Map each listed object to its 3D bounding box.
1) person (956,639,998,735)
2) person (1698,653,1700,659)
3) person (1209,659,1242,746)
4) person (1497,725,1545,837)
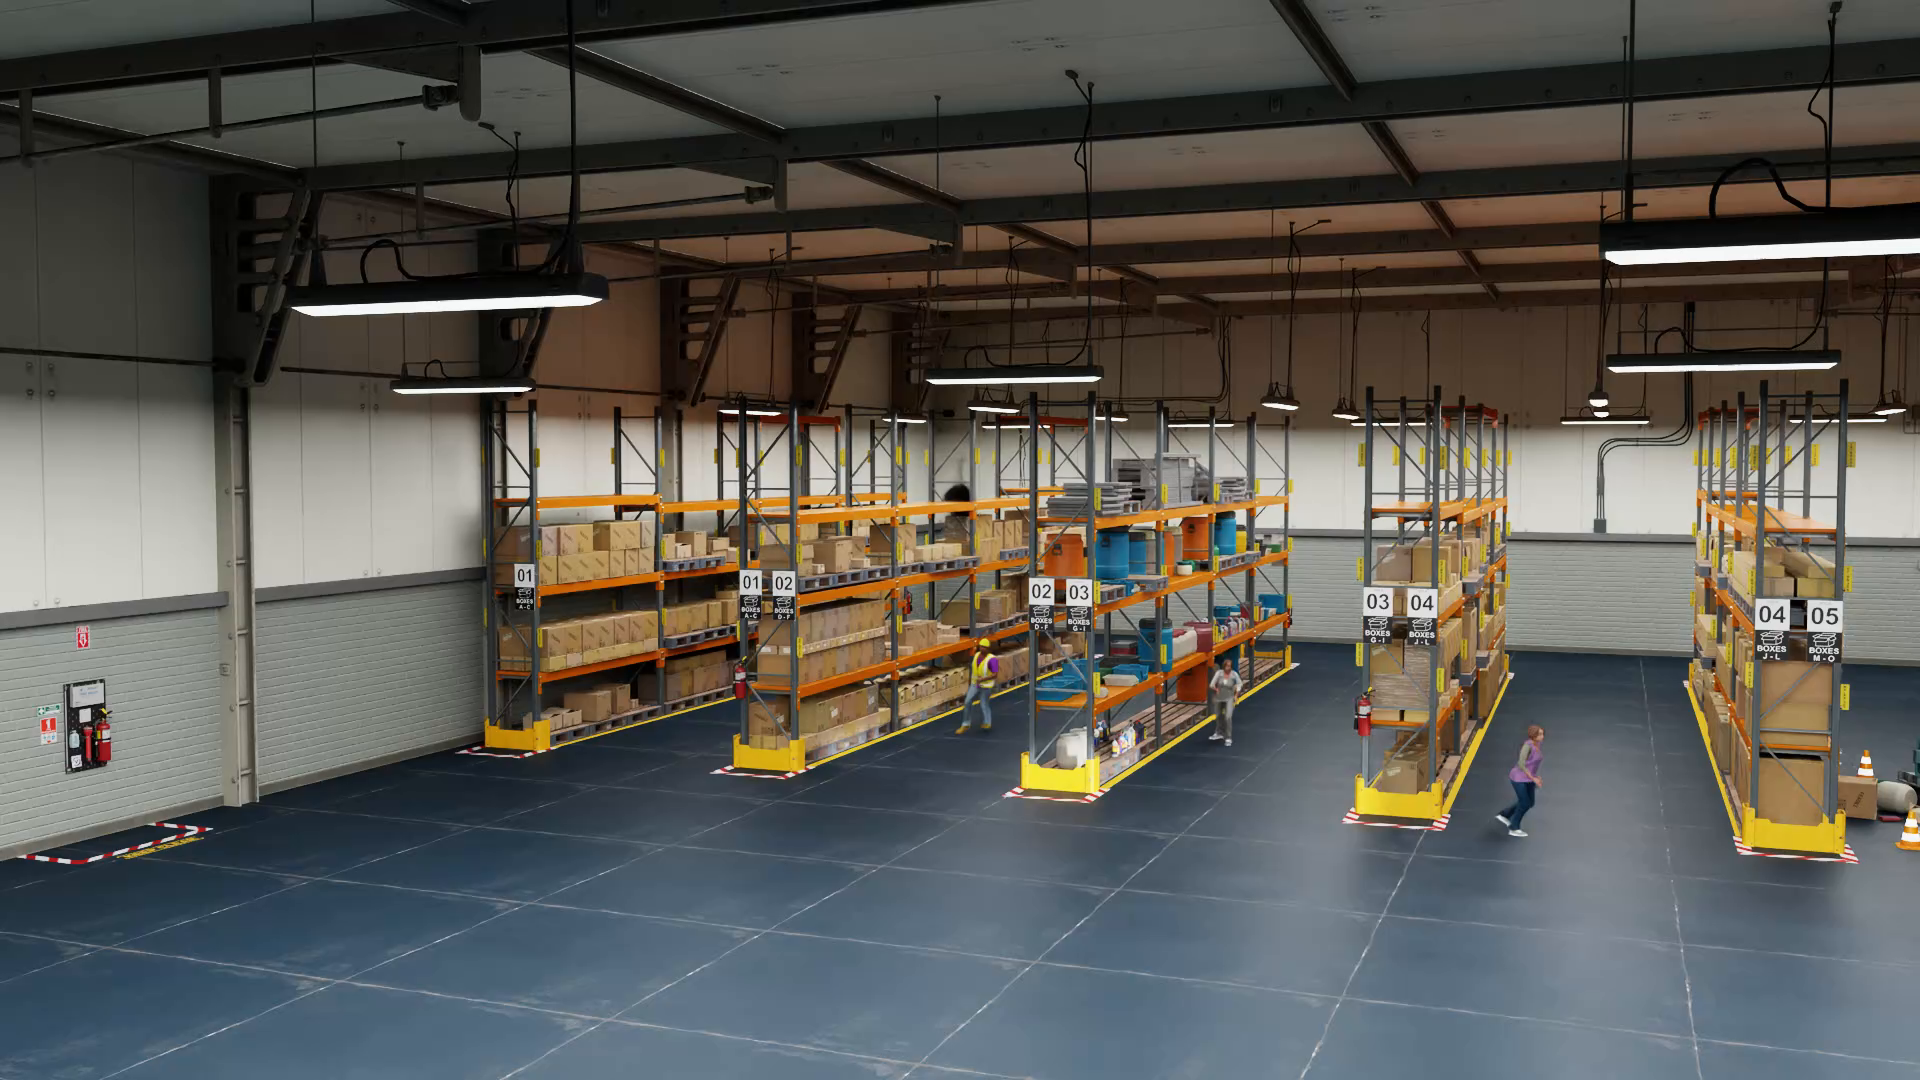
[{"bbox_3d":[0.396,2.632,30.051,0.743,1.736,0.833,2,3,30],"label":"person"},{"bbox_3d":[16.899,2.354,37.226,0.653,1.719,0.600,0,3,-5],"label":"person"},{"bbox_3d":[4.608,2.825,29.139,0.603,1.532,0.800,1,3,24],"label":"person"},{"bbox_3d":[7.383,3.160,21.913,0.694,1.521,0.508,3,4,45],"label":"person"}]
